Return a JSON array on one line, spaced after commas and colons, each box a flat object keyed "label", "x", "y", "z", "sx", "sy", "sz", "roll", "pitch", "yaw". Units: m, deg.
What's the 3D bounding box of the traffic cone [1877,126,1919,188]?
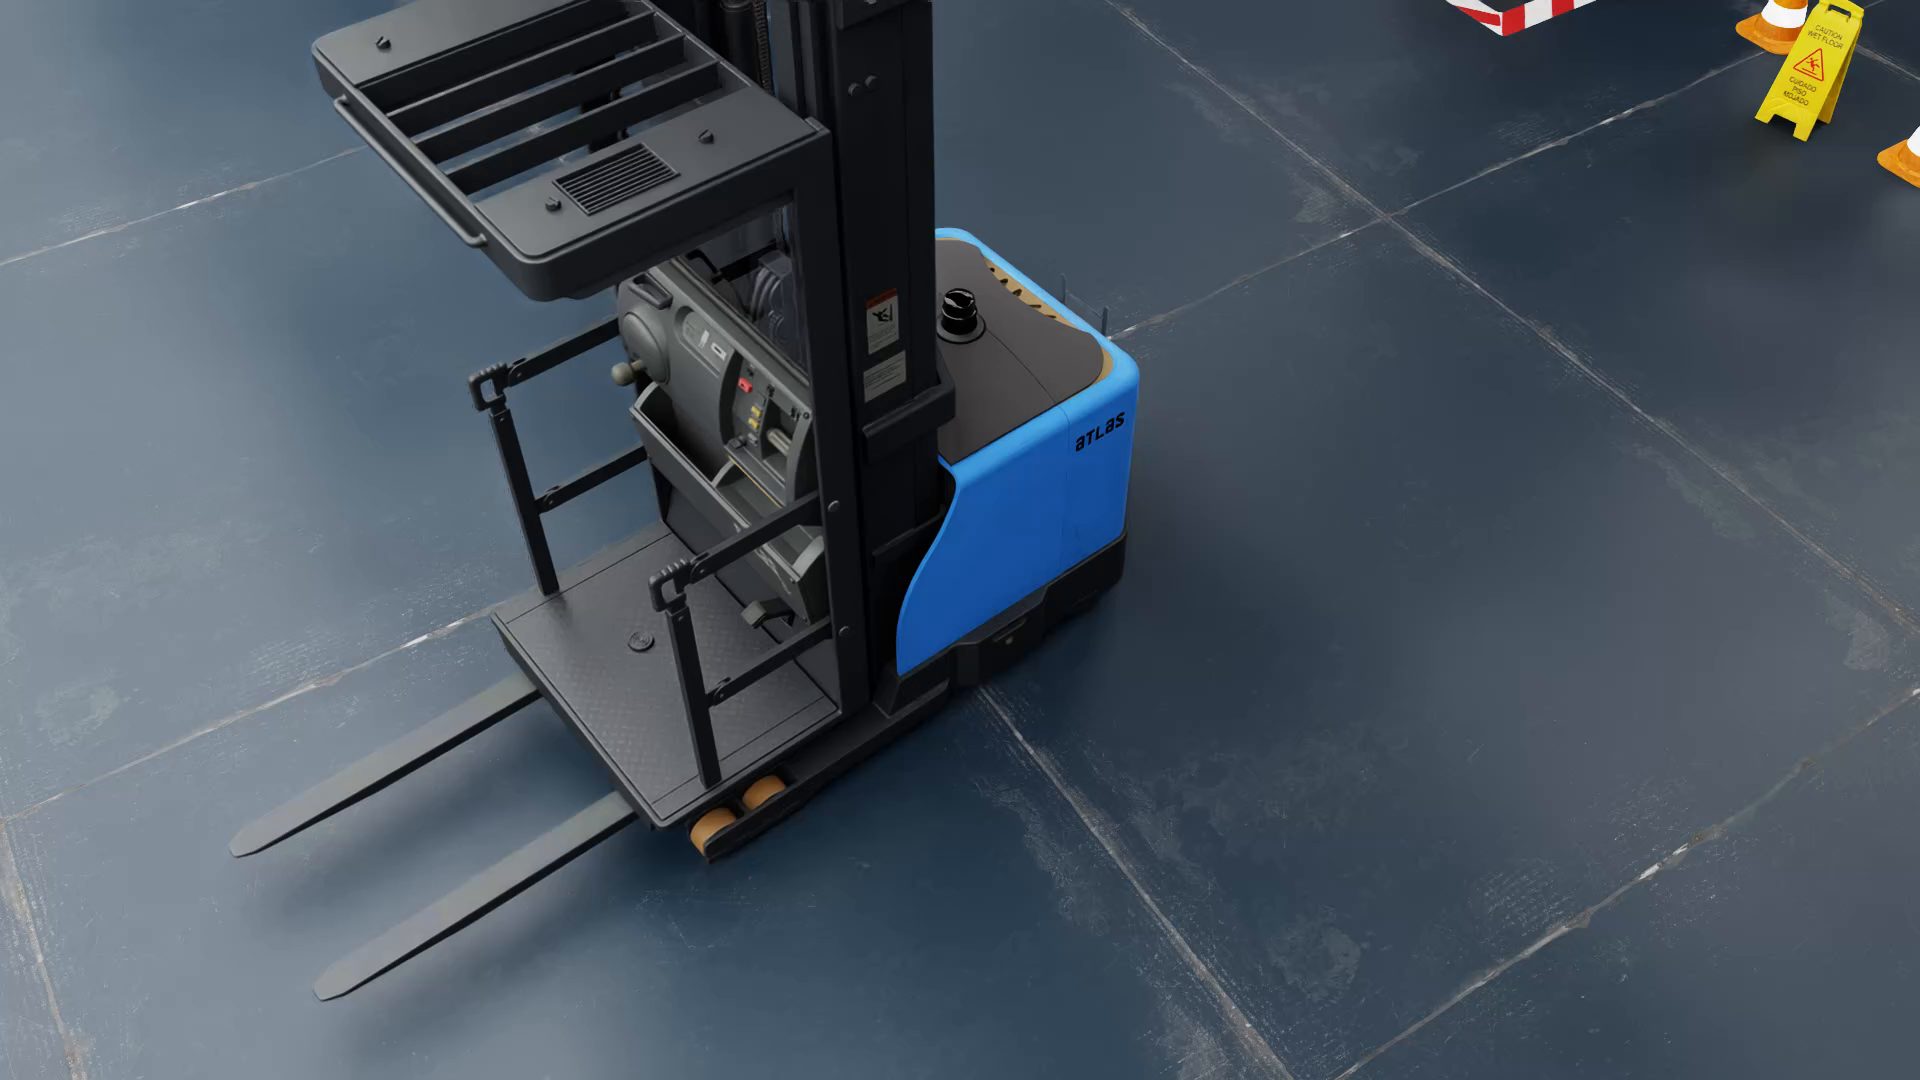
[{"label": "traffic cone", "x": 4.524, "y": -1.914, "z": 7.644, "sx": 0.334, "sy": 0.463, "sz": 0.336, "roll": -25, "pitch": 53, "yaw": -21}]

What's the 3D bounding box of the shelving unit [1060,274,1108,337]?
[{"label": "shelving unit", "x": 0.358, "y": -0.525, "z": 6.115, "sx": 0.210, "sy": 0.900, "sz": 0.258, "roll": -31, "pitch": 55, "yaw": -25}]

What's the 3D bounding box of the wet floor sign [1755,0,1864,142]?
[{"label": "wet floor sign", "x": 4.034, "y": -2.247, "z": 7.819, "sx": 0.232, "sy": 0.644, "sz": 0.267, "roll": -34, "pitch": 57, "yaw": -27}]

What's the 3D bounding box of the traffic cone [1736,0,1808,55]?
[{"label": "traffic cone", "x": 4.209, "y": -2.763, "z": 8.400, "sx": 0.334, "sy": 0.463, "sz": 0.336, "roll": -25, "pitch": 53, "yaw": -21}]

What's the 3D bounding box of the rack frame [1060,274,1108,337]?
[{"label": "rack frame", "x": 0.437, "y": -0.573, "z": 6.157, "sx": 0.006, "sy": 0.900, "sz": 0.240, "roll": -31, "pitch": 55, "yaw": -25}]

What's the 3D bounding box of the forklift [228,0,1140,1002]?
[{"label": "forklift", "x": -0.870, "y": -0.406, "z": 4.649, "sx": 3.031, "sy": 2.935, "sz": 1.130, "roll": -31, "pitch": 55, "yaw": -25}]
